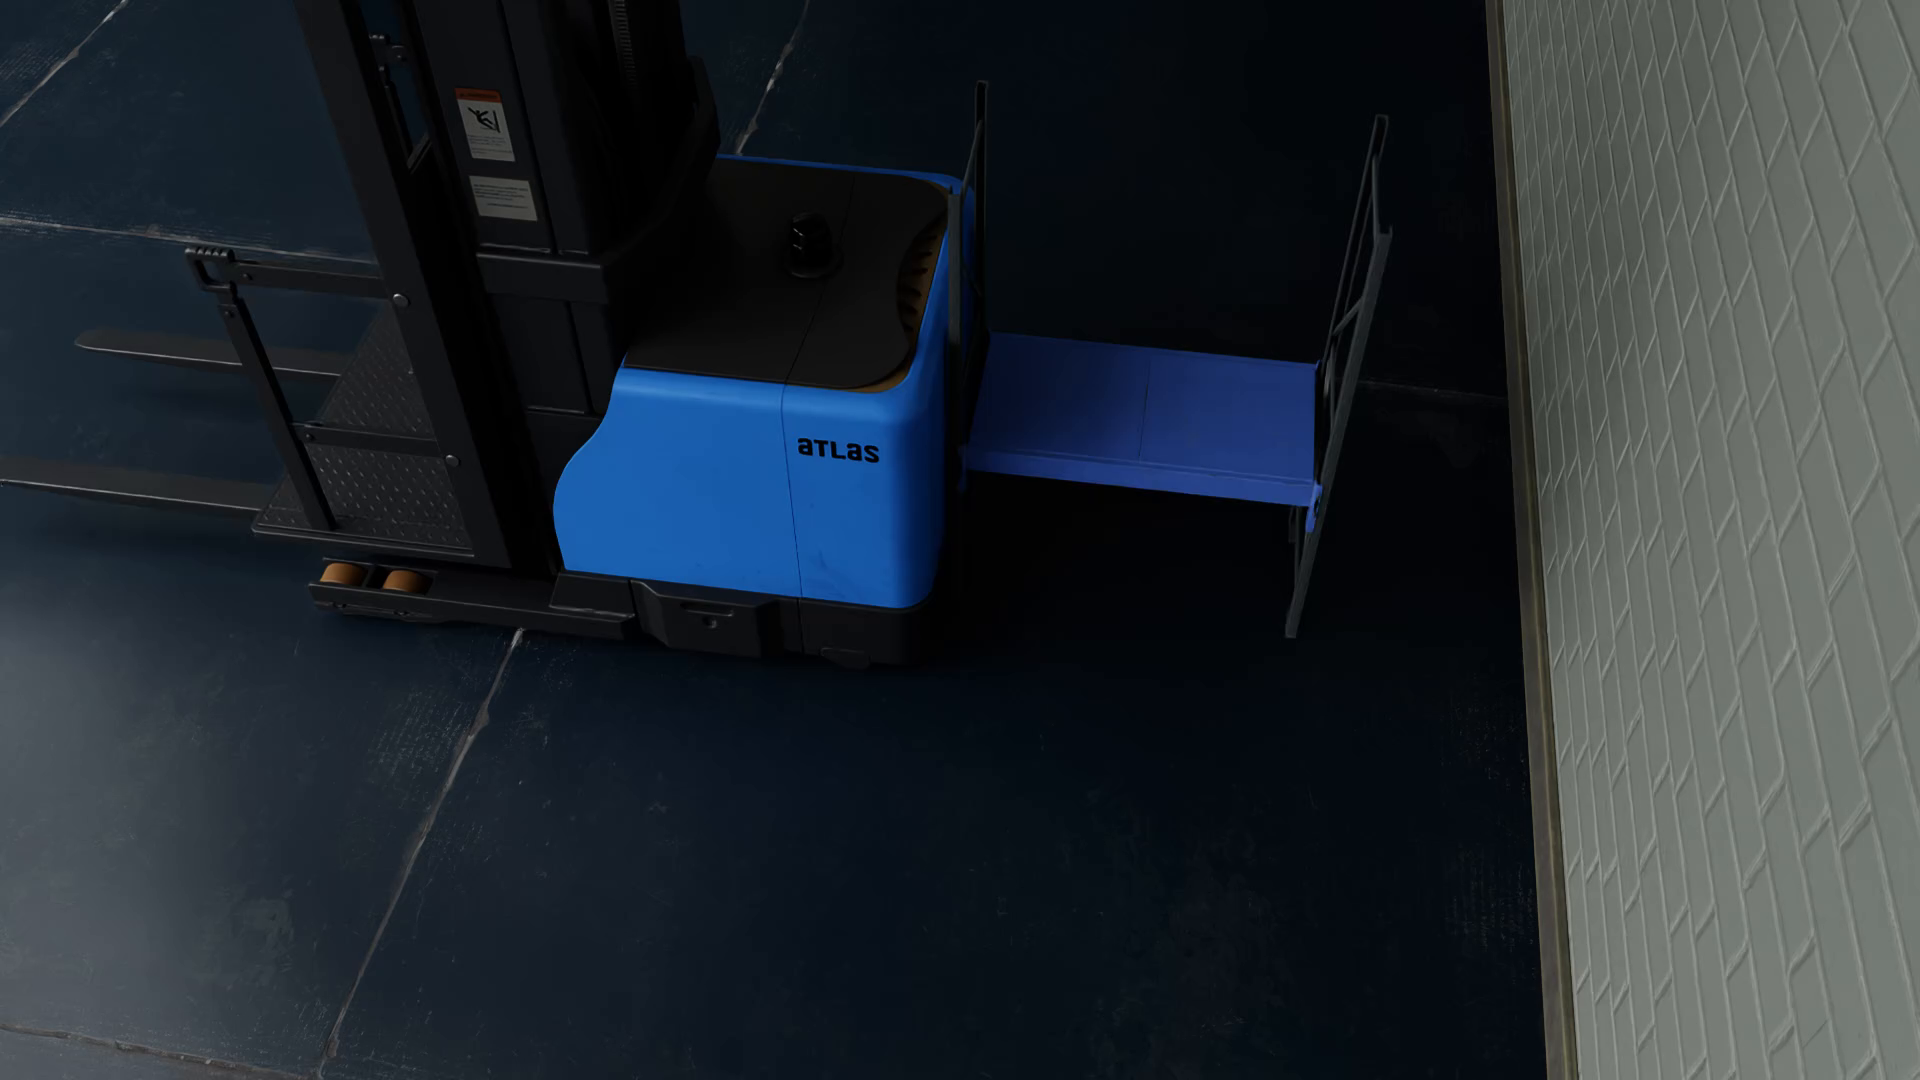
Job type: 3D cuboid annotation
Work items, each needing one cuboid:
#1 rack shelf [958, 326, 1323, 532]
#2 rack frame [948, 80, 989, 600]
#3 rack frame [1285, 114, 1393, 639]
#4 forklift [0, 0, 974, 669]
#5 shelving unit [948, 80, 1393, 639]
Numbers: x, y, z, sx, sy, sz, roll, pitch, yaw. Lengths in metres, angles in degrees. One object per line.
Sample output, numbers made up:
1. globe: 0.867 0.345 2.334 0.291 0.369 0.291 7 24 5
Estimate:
1. rack shelf: 0.526 -0.327 4.778 1.000 0.185 0.538 6 48 6
2. rack frame: 0.024 -0.505 4.695 0.032 1.500 0.500 6 48 6
3. rack frame: 1.029 -0.390 4.593 0.032 1.500 0.500 6 48 6
4. forklift: -1.499 -1.113 4.280 3.031 2.935 1.130 6 48 6
5. shelving unit: 0.526 -0.448 4.644 1.048 1.500 0.538 6 48 6
